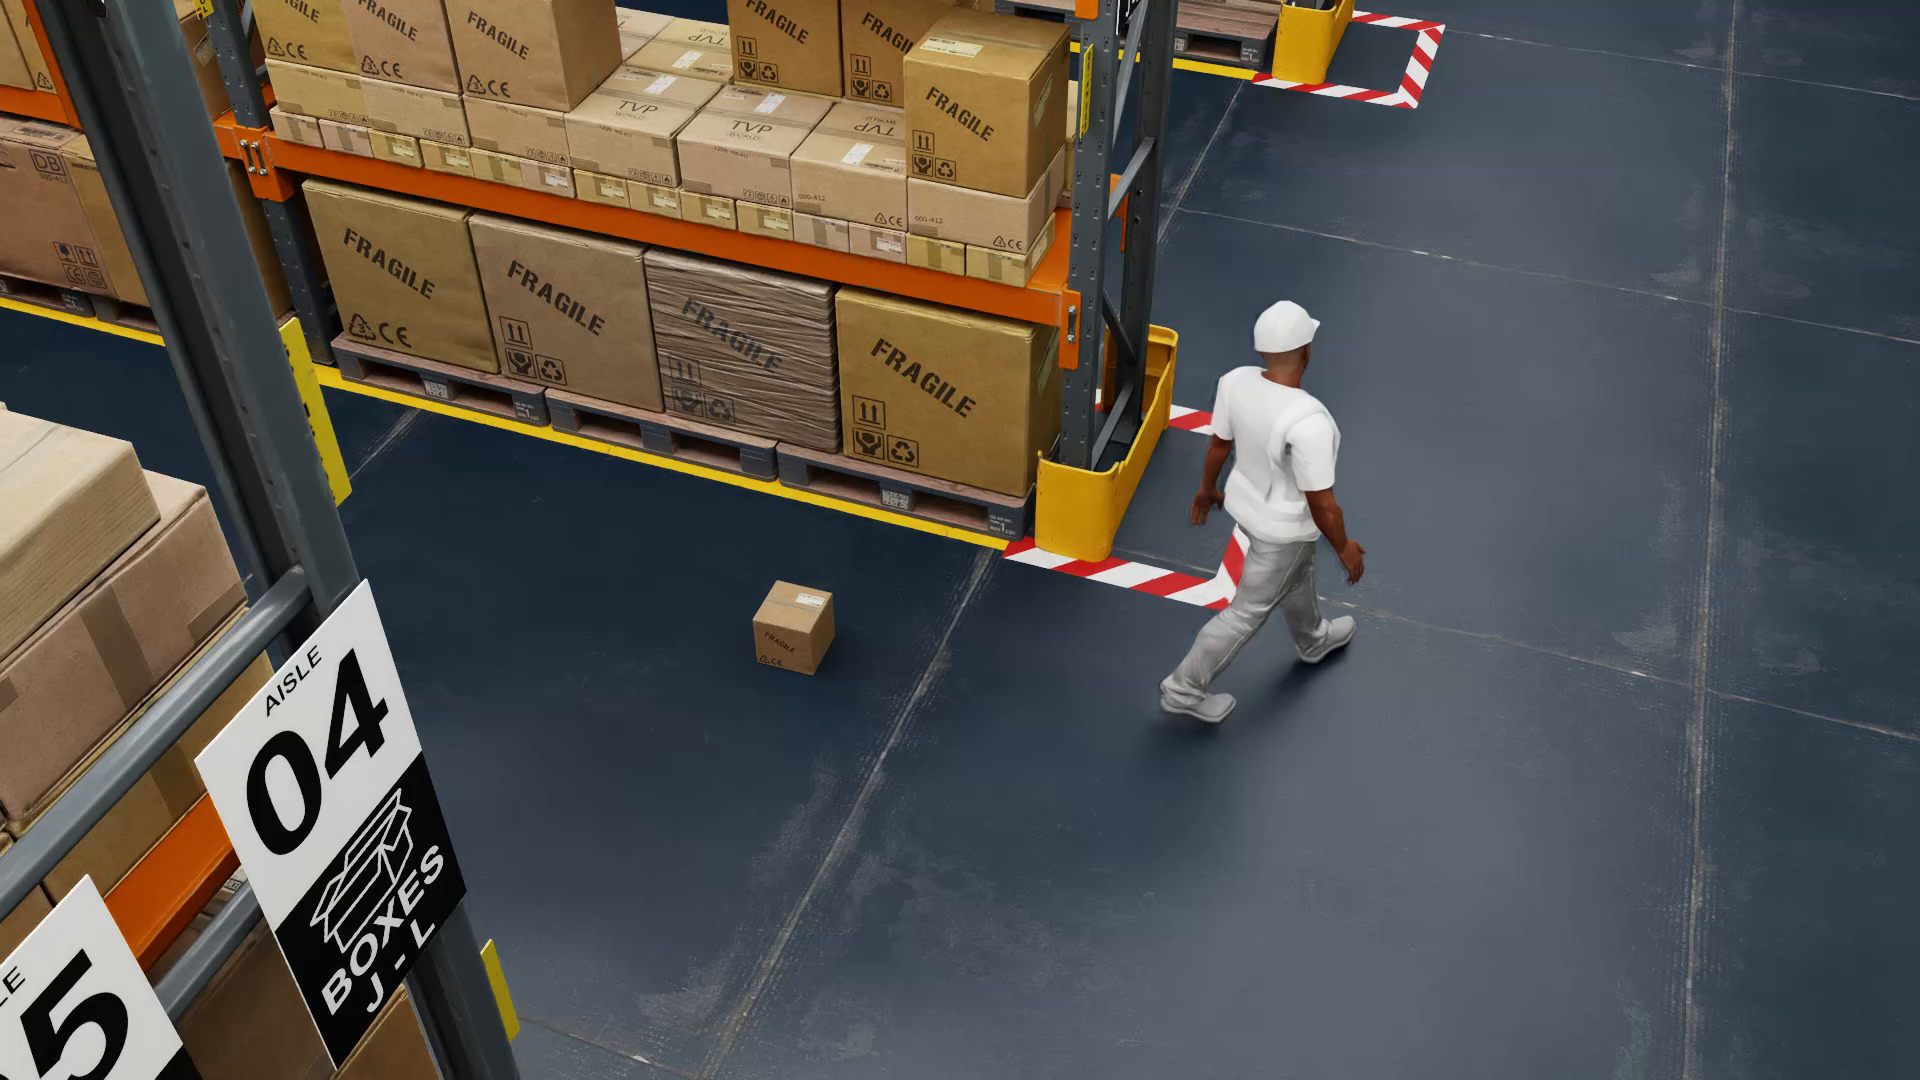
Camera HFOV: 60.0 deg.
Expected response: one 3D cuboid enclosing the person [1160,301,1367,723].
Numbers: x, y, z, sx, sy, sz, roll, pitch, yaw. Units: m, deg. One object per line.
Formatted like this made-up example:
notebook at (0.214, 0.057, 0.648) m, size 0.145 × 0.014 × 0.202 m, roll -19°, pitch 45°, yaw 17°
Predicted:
person at (1.222, -0.092, 6.257) m, size 1.001 × 1.719 × 0.671 m, roll -15°, pitch 43°, yaw -16°
